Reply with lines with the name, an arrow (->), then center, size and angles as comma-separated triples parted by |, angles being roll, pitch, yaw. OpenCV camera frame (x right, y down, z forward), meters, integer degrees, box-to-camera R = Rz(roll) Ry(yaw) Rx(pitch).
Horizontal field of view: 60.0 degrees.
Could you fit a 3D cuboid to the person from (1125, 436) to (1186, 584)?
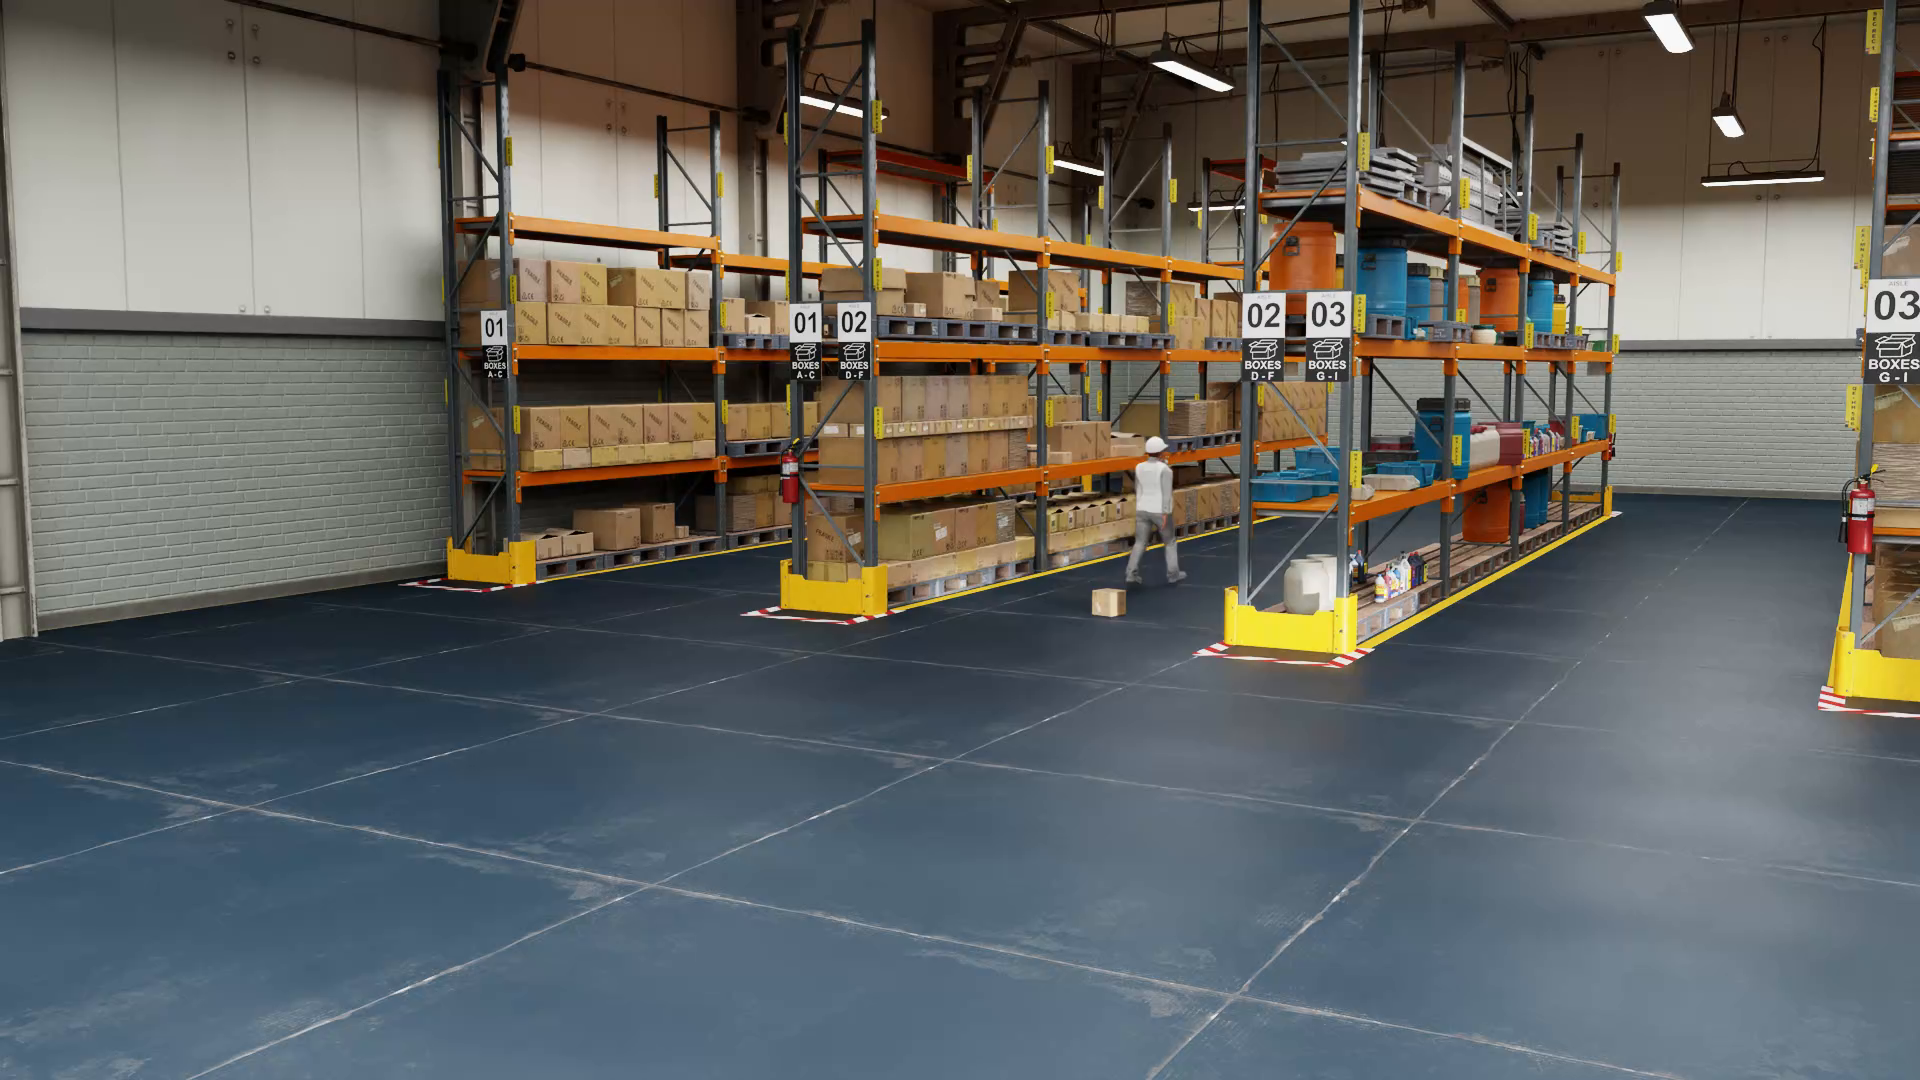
person -> 2.261, -0.340, 19.298 | 0.549, 1.726, 1.048 | 4, 7, 32
